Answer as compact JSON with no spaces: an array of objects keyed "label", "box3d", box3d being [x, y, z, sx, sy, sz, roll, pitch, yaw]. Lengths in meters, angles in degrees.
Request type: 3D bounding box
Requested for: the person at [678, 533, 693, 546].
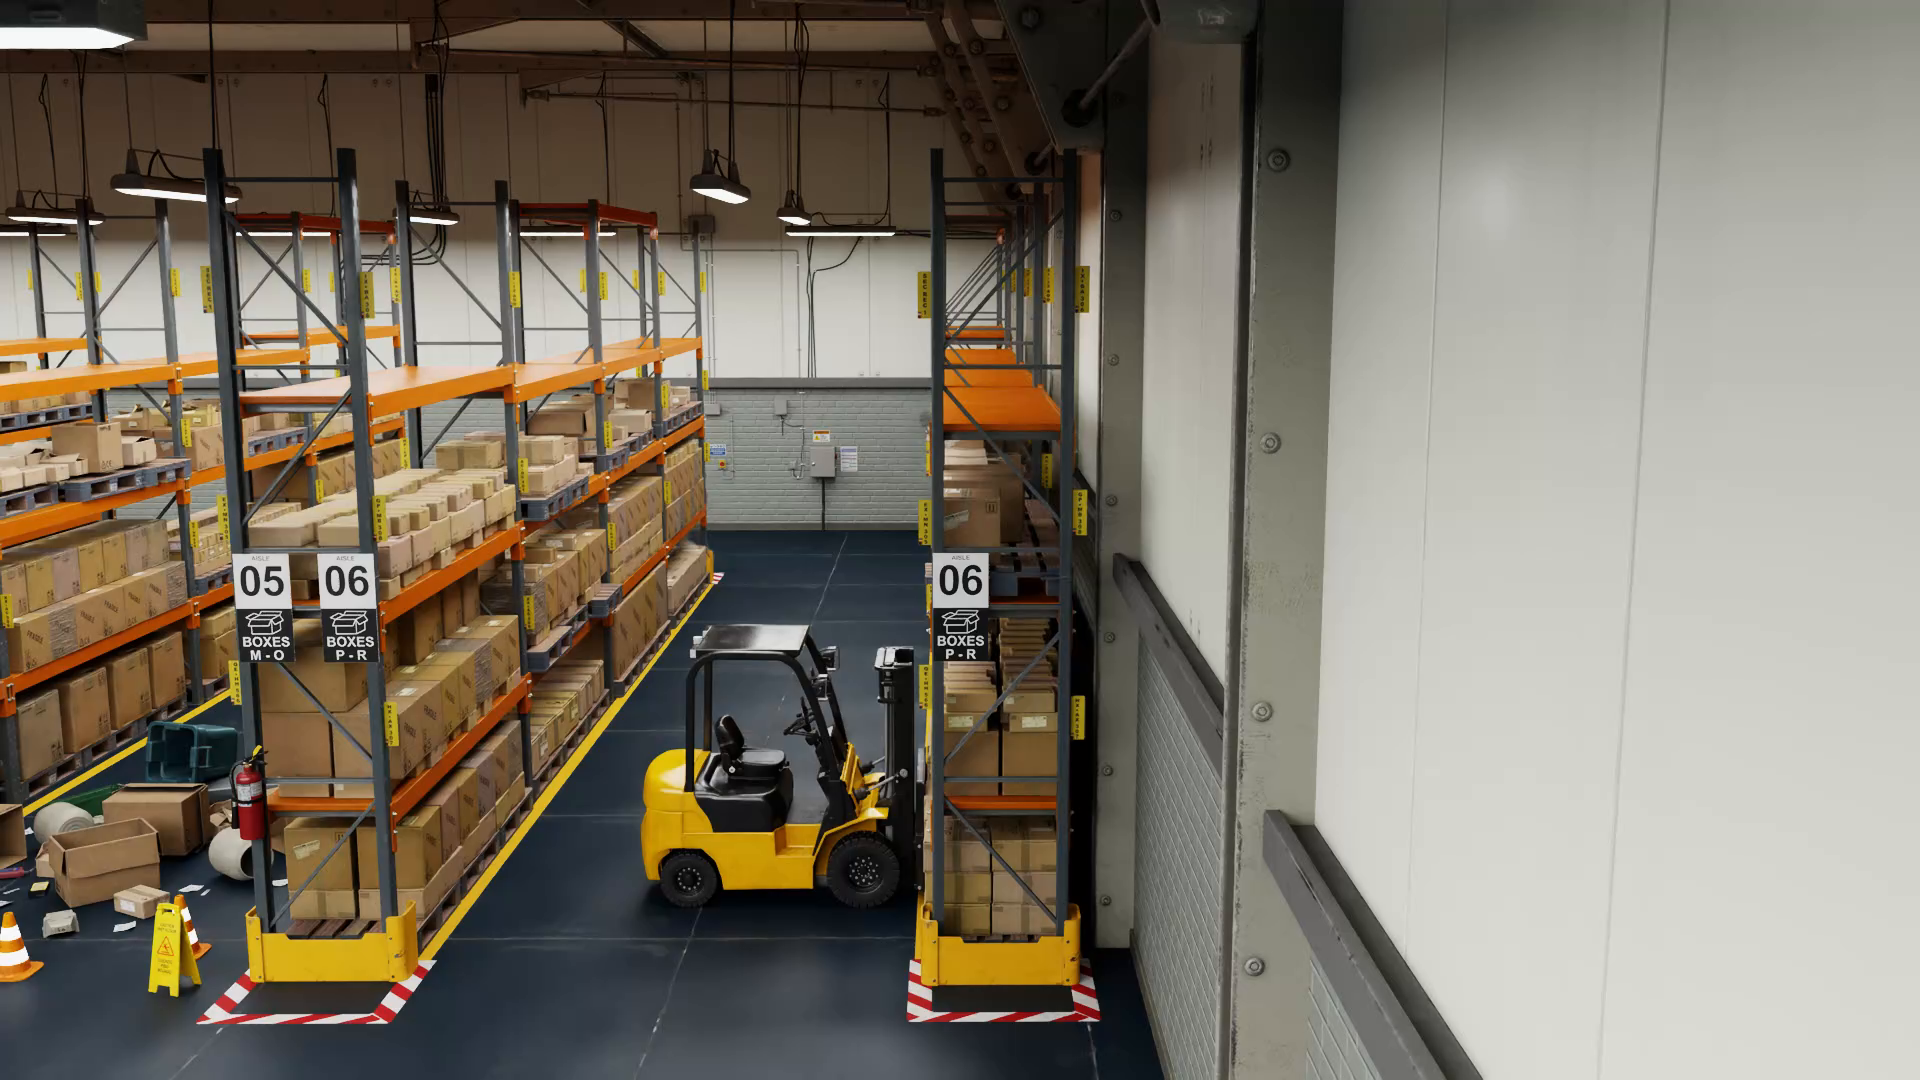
[{"label":"person","box3d":[-4.932,-0.339,29.290,0.596,1.692,0.714,3,10,16]}]
